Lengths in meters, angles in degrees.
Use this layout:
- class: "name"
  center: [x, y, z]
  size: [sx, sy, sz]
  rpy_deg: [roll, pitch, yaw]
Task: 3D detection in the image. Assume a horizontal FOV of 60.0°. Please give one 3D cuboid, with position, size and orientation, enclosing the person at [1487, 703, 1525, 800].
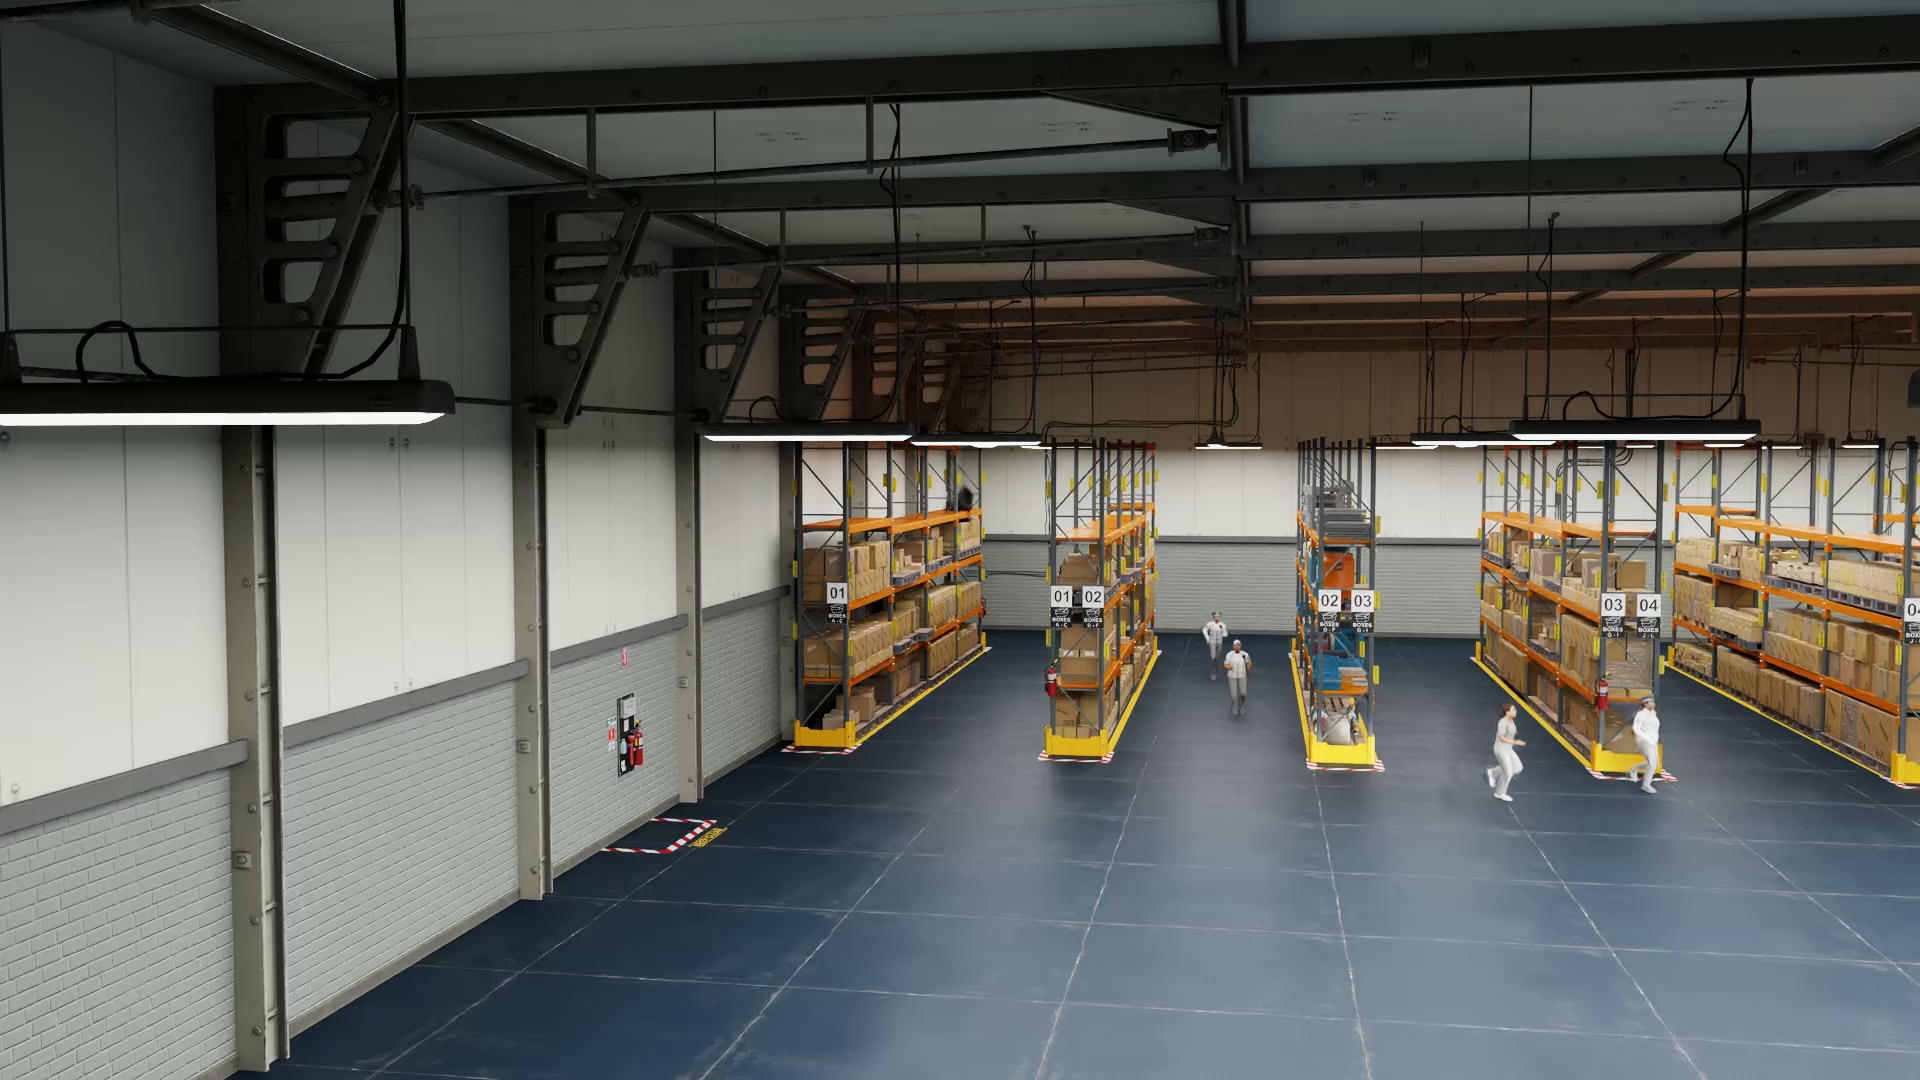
- class: "person"
  center: [9.003, 3.474, 27.362]
  size: [0.635, 1.621, 0.603]
  rpy_deg: [2, 4, 37]

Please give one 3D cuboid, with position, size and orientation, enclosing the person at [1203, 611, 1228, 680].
- class: "person"
  center: [6.466, 2.667, 41.997]
  size: [0.592, 1.748, 0.737]
  rpy_deg: [0, 3, -3]

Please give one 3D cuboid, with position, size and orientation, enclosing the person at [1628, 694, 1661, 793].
- class: "person"
  center: [11.586, 3.414, 28.180]
  size: [0.656, 1.661, 0.582]
  rpy_deg: [-2, 4, -39]

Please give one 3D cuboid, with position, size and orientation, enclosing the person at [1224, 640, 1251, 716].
- class: "person"
  center: [6.023, 2.996, 36.032]
  size: [0.589, 1.647, 0.590]
  rpy_deg: [0, 3, 7]
